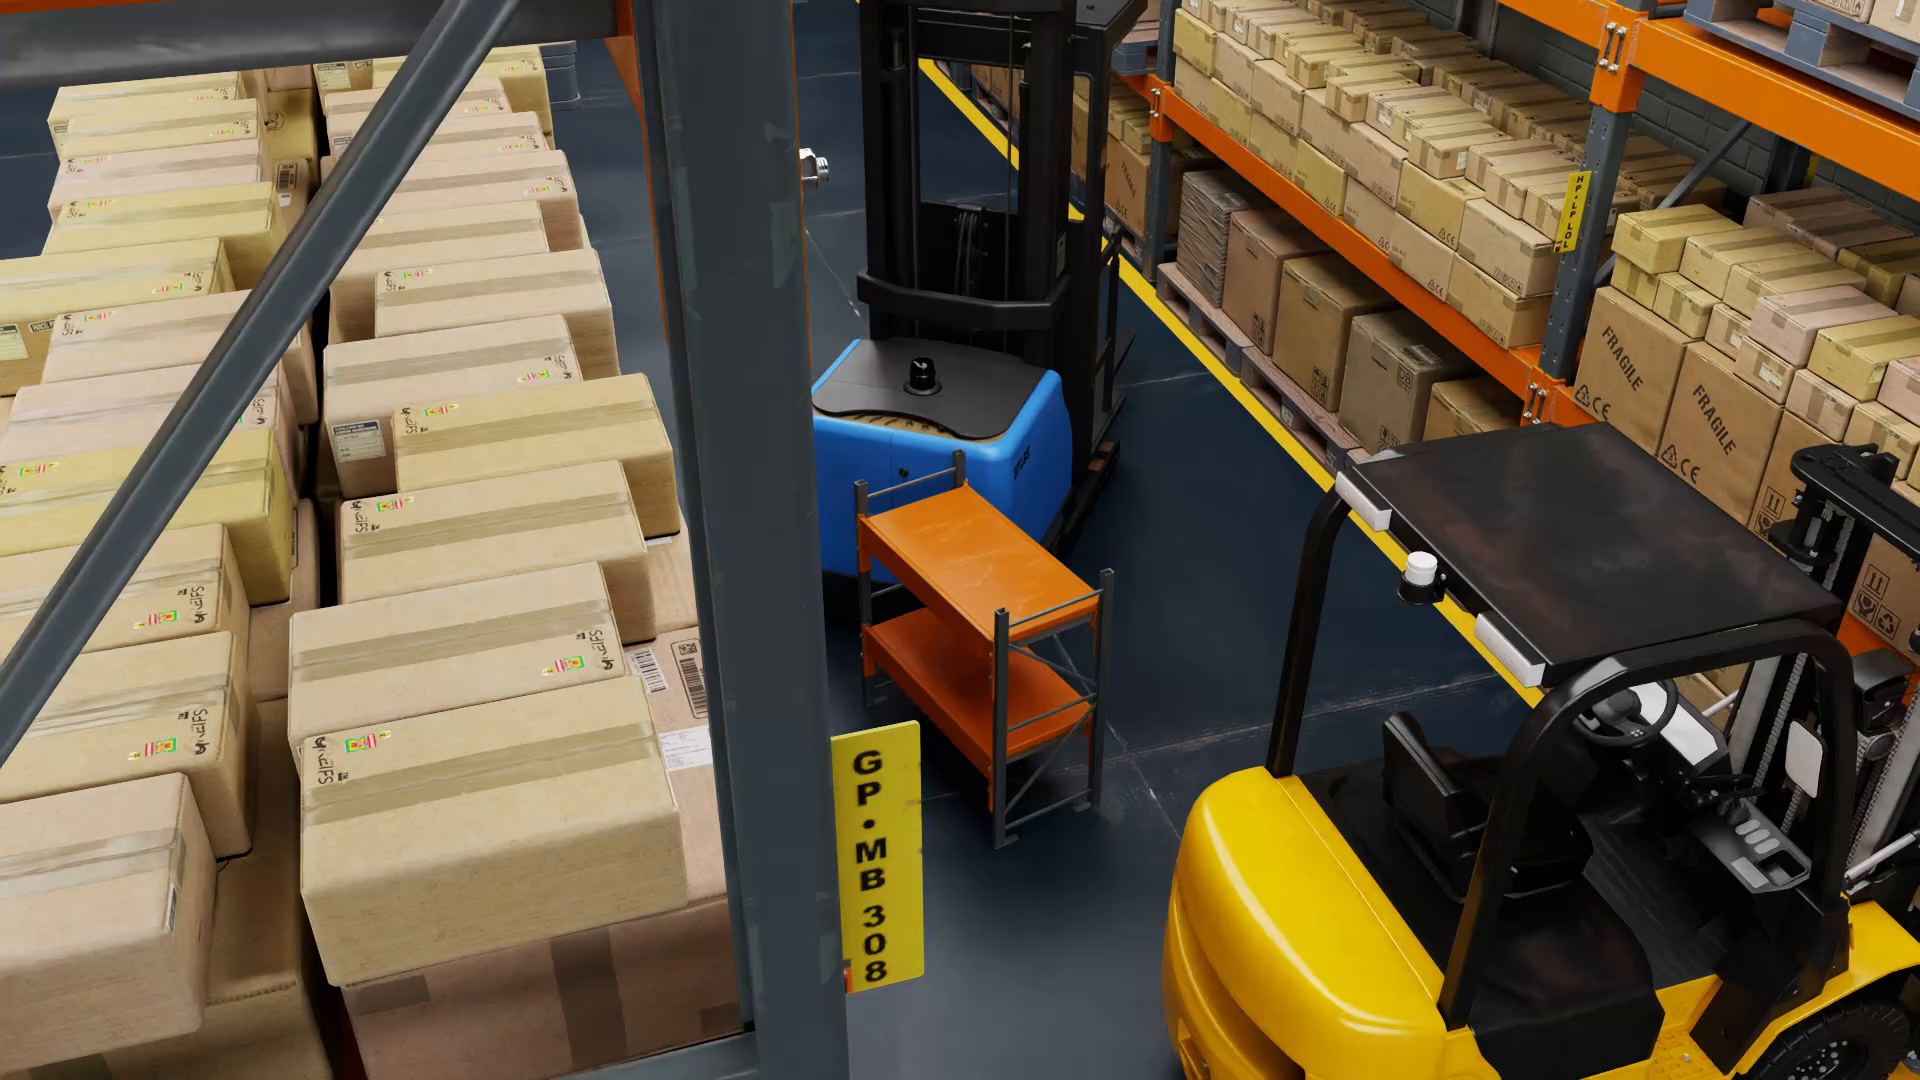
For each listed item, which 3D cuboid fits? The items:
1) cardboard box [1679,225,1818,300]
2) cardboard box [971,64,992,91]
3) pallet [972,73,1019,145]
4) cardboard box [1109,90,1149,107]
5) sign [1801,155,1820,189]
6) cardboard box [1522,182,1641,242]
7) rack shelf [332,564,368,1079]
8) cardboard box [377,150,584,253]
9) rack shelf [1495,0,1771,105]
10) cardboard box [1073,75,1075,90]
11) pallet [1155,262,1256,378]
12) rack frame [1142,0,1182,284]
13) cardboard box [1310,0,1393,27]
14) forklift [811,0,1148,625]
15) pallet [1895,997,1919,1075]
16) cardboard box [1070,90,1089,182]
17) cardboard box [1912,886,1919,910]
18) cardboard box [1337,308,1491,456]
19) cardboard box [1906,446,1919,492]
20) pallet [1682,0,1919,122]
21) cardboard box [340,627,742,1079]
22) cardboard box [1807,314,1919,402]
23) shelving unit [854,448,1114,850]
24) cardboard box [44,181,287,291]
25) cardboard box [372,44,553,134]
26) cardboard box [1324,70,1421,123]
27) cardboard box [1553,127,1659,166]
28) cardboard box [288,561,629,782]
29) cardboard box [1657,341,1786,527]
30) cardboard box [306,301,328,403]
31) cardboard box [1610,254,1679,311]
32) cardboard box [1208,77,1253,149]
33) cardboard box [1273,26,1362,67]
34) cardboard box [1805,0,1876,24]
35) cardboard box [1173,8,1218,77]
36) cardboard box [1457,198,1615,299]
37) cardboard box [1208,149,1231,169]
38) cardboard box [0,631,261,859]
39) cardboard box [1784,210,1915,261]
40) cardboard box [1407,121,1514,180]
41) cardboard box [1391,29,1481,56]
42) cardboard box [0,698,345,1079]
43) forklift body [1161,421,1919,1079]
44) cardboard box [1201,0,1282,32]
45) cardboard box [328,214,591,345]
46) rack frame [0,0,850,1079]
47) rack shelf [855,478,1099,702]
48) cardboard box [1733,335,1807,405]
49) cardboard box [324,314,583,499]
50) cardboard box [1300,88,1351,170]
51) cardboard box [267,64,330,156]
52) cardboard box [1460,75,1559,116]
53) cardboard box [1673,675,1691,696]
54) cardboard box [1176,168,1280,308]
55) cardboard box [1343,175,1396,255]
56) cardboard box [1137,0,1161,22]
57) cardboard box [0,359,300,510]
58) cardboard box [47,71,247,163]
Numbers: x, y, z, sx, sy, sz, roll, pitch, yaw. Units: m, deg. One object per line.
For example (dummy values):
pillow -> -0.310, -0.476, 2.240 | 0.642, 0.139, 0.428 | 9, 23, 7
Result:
cardboard box -> 2.903, -1.024, 6.131 | 0.380, 0.149, 0.250 | -9, 35, -14
cardboard box -> 0.398, -3.965, 13.416 | 0.500, 0.500, 0.500 | -9, 34, -13
pallet -> 0.749, -3.541, 13.417 | 1.003, 0.211, 1.213 | -10, 35, -15
cardboard box -> 1.142, -2.928, 11.258 | 0.380, 0.149, 0.250 | -11, 35, -16
sign -> 3.433, -1.413, 6.810 | 0.100, 0.325, 0.005 | -10, 35, -15
cardboard box -> 2.590, -1.379, 6.937 | 0.380, 0.149, 0.250 | -9, 34, -13
rack shelf -> -1.211, 0.011, 3.444 | 1.077, 0.370, 4.000 | -10, 35, -15
cardboard box -> -0.952, -0.639, 3.281 | 0.380, 0.149, 0.250 | -10, 35, -14
rack shelf -> 2.295, -2.926, 7.889 | 1.077, 0.370, 4.000 | -10, 35, -15
cardboard box -> 0.915, -3.345, 11.890 | 0.380, 0.149, 0.250 | -12, 35, -17
pallet -> 1.899, -1.422, 10.211 | 1.003, 0.211, 1.213 | -10, 35, -15
rack frame -> 1.685, -3.025, 10.106 | 1.000, 3.000, 0.127 | -10, 35, -15
cardboard box -> 2.184, -2.935, 9.292 | 0.380, 0.149, 0.250 | -10, 35, -15
forklift -> 0.208, -1.548, 7.934 | 1.130, 2.935, 3.031 | 11, 35, 16
pallet -> 3.484, 1.305, 6.083 | 1.003, 0.211, 1.213 | -10, 35, -15
cardboard box -> 1.046, -2.882, 11.776 | 0.500, 0.500, 0.500 | -9, 34, -13
cardboard box -> 3.359, 1.203, 5.368 | 0.500, 0.250, 0.500 | -11, 35, -16
cardboard box -> 2.506, -0.790, 8.497 | 0.875, 0.625, 0.625 | -10, 35, -15
cardboard box -> 3.205, -0.210, 5.168 | 0.380, 0.149, 0.250 | -11, 35, -16
pallet -> 3.190, -1.695, 5.455 | 1.003, 0.211, 1.213 | -10, 35, -15
cardboard box -> -0.500, 0.391, 2.084 | 0.500, 0.250, 0.500 | -11, 35, -16
cardboard box -> 3.058, -0.605, 5.496 | 0.380, 0.149, 0.250 | -11, 35, -15
shelving unit -> 0.071, 0.413, 6.604 | 0.538, 1.125, 1.048 | -19, 38, -26
cardboard box -> -1.483, -0.545, 3.137 | 0.380, 0.149, 0.250 | -9, 35, -14
cardboard box -> -1.166, -1.048, 3.899 | 0.380, 0.149, 0.250 | -9, 35, -13
cardboard box -> 2.017, -2.171, 8.135 | 0.380, 0.149, 0.250 | -11, 35, -16
cardboard box -> 2.895, -1.738, 7.481 | 0.380, 0.149, 0.250 | -10, 35, -15
cardboard box -> -0.607, 0.182, 2.037 | 0.380, 0.149, 0.250 | -10, 35, -15
cardboard box -> 2.967, -0.419, 6.072 | 0.500, 0.500, 0.500 | -9, 35, -14
cardboard box -> -1.485, -0.325, 3.166 | 0.500, 0.250, 0.500 | -10, 35, -14
cardboard box -> 2.752, -1.025, 6.402 | 0.380, 0.149, 0.250 | -11, 35, -15
cardboard box -> 1.736, -2.423, 9.332 | 0.500, 0.250, 0.500 | -11, 35, -16
cardboard box -> 1.884, -2.587, 8.766 | 0.380, 0.149, 0.250 | -10, 35, -14
cardboard box -> 2.927, -1.878, 5.259 | 0.500, 0.311, 0.500 | -9, 35, -14
cardboard box -> 1.564, -2.892, 9.589 | 0.500, 0.250, 0.500 | -10, 35, -15
cardboard box -> 2.512, -1.285, 7.157 | 0.500, 0.250, 0.500 | -11, 35, -16
cardboard box -> 1.823, -2.425, 11.086 | 0.500, 0.500, 0.500 | -9, 34, -13
cardboard box -> -1.027, 0.263, 1.915 | 0.380, 0.149, 0.250 | -9, 35, -14
cardboard box -> 3.327, -1.105, 6.253 | 0.380, 0.149, 0.250 | -11, 35, -16
cardboard box -> 2.263, -1.764, 7.520 | 0.380, 0.149, 0.250 | -11, 35, -16
cardboard box -> 2.487, -2.551, 8.710 | 0.380, 0.149, 0.250 | -11, 35, -16
cardboard box -> -1.013, 0.476, 1.954 | 0.500, 0.250, 0.500 | -10, 35, -15
forklift body -> 1.809, 0.841, 5.026 | 2.313, 2.155, 1.214 | -10, 35, -15
cardboard box -> 1.584, -2.980, 9.360 | 0.380, 0.149, 0.250 | -9, 35, -14
cardboard box -> -0.963, -0.415, 3.302 | 0.500, 0.250, 0.500 | -9, 35, -14
rack frame -> -0.598, -0.491, 0.831 | 0.949, 2.616, 0.053 | -10, 35, -15
rack shelf -> 0.071, 0.169, 6.443 | 0.538, 0.278, 1.000 | -19, 38, -26
cardboard box -> 2.943, -0.615, 5.781 | 0.380, 0.149, 0.250 | -9, 35, -14
cardboard box -> -0.797, -0.217, 2.642 | 0.380, 0.149, 0.250 | -10, 35, -15
cardboard box -> 2.062, -2.092, 8.377 | 0.500, 0.250, 0.500 | -10, 35, -14
cardboard box -> -1.947, -1.124, 4.375 | 0.500, 0.250, 0.500 | -11, 35, -16
cardboard box -> 2.664, -2.136, 8.082 | 0.380, 0.149, 0.250 | -10, 35, -15
cardboard box -> 2.914, 0.409, 6.570 | 0.500, 0.250, 0.500 | -10, 35, -15
cardboard box -> 1.862, -1.879, 10.146 | 0.875, 0.625, 0.625 | -9, 34, -13
cardboard box -> 2.221, -1.611, 8.104 | 0.500, 0.250, 0.500 | -10, 35, -14
cardboard box -> 1.119, -3.375, 10.484 | 0.380, 0.149, 0.250 | -9, 35, -14
cardboard box -> -1.219, -0.139, 2.523 | 0.380, 0.149, 0.250 | -10, 35, -15
cardboard box -> -1.802, -0.933, 3.724 | 0.380, 0.149, 0.250 | -10, 35, -15
